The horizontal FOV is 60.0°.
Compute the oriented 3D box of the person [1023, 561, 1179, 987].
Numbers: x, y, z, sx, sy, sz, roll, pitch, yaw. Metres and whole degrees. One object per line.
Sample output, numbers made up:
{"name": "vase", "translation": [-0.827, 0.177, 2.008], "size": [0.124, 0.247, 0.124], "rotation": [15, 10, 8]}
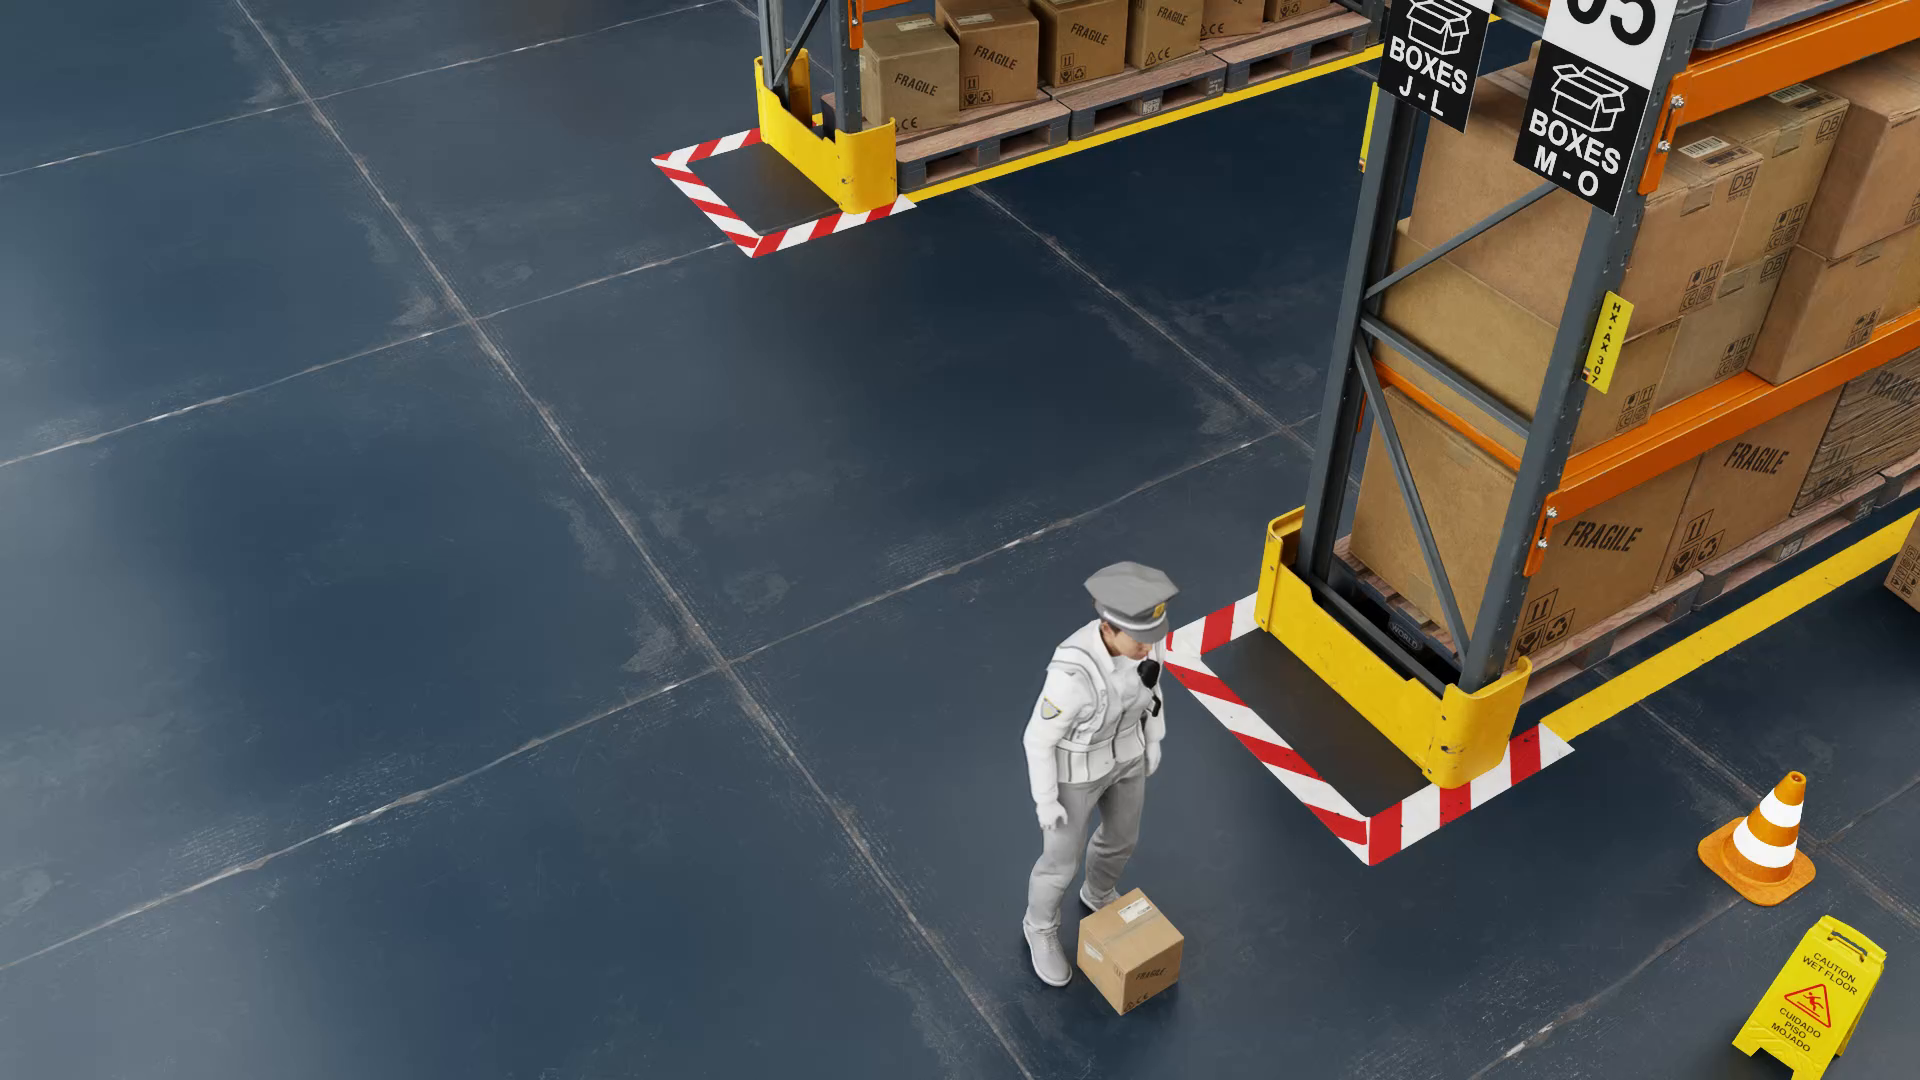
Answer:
{"name": "person", "translation": [0.440, 0.727, 5.321], "size": [0.537, 1.661, 0.373], "rotation": [-25, 47, -26]}
